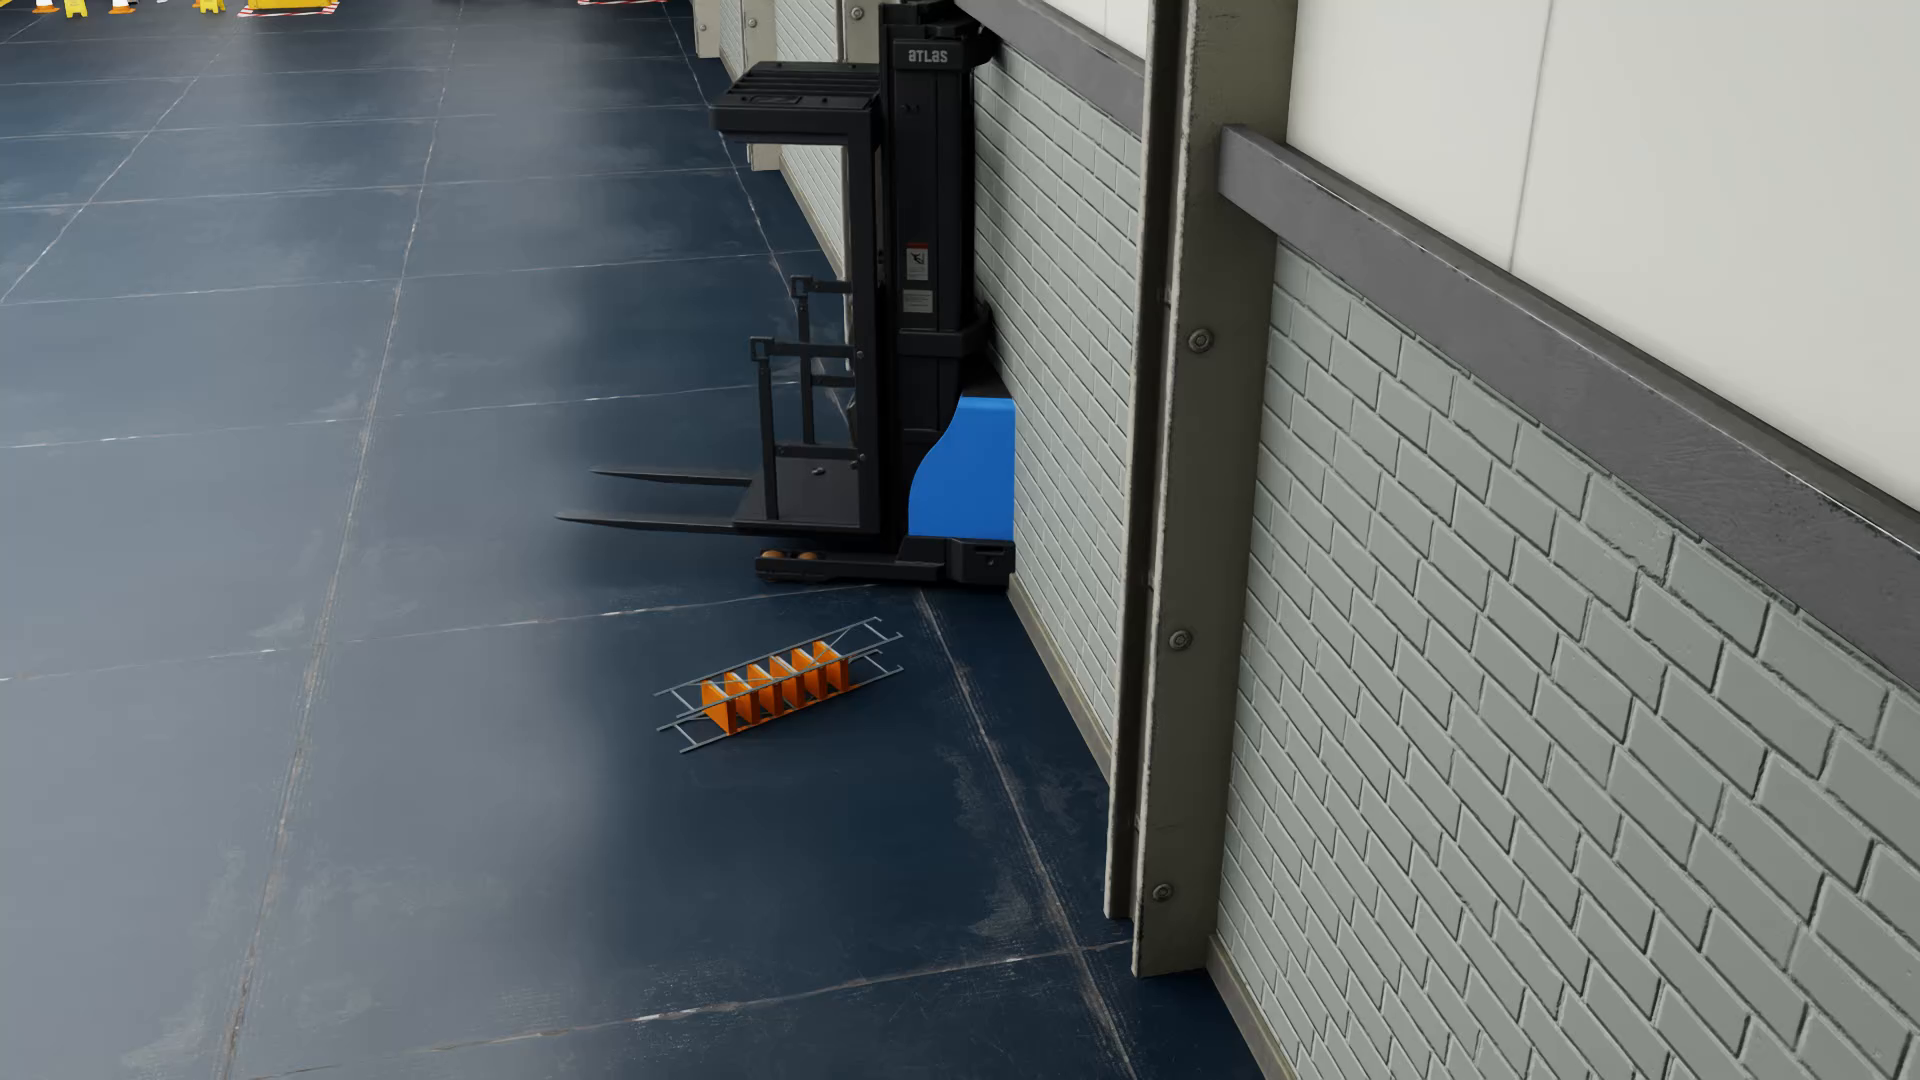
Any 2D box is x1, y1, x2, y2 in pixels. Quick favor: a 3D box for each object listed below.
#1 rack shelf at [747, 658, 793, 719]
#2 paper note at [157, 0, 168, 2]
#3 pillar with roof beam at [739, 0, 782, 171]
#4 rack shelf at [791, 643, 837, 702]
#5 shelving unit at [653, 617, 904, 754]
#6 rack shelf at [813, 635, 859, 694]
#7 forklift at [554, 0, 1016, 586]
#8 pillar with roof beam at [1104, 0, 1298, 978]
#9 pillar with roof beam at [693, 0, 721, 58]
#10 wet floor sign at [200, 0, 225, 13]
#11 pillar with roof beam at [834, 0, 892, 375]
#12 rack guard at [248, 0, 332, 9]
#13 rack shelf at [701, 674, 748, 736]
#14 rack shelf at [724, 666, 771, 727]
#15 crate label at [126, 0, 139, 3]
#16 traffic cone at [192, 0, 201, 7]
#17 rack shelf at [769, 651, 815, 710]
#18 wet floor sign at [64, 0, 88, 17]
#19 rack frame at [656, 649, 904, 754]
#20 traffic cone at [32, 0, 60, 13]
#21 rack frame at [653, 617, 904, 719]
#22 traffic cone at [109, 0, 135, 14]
[{"bbox_3d":[-0.883,0.680,7.689,0.103,0.180,0.258,-18,32,-32],"label":"rack shelf"},{"bbox_3d":[-12.369,-8.361,25.780,0.148,0.019,0.142,-16,31,-29],"label":"paper note"},{"bbox_3d":[-6.151,-7.349,13.823,9.100,9.000,0.400,-6,27,-12],"label":"pillar with roof beam"},{"bbox_3d":[-0.689,0.616,7.815,0.103,0.180,0.258,-18,32,-32],"label":"rack shelf"},{"bbox_3d":[-0.822,0.659,7.728,1.200,0.189,0.258,-18,32,-32],"label":"shelving unit"},{"bbox_3d":[-0.593,0.584,7.879,0.103,0.180,0.258,-18,32,-32],"label":"rack shelf"},{"bbox_3d":[-0.659,-1.307,8.586,3.031,2.935,1.130,3,27,6],"label":"forklift"},{"bbox_3d":[-3.446,-2.081,3.386,9.100,9.000,0.400,-6,27,-12],"label":"pillar with roof beam"},{"bbox_3d":[-7.503,-9.983,19.042,9.100,9.000,0.400,-6,27,-12],"label":"pillar with roof beam"},{"bbox_3d":[-11.217,-8.230,24.840,0.267,0.644,0.232,3,27,6],"label":"wet floor sign"},{"bbox_3d":[-4.798,-4.715,8.605,9.100,9.000,0.400,-6,27,-12],"label":"pillar with roof beam"},{"bbox_3d":[-10.234,-8.391,25.319,1.175,0.500,0.348,-6,27,-12],"label":"rack guard"},{"bbox_3d":[-1.076,0.744,7.562,0.103,0.180,0.258,-18,32,-32],"label":"rack shelf"},{"bbox_3d":[-0.979,0.712,7.625,0.103,0.180,0.258,-18,32,-32],"label":"rack shelf"},{"bbox_3d":[-12.813,-8.330,25.602,0.250,0.136,0.298,-23,35,-38],"label":"crate label"},{"bbox_3d":[-11.571,-8.399,25.376,0.336,0.463,0.334,-6,27,-12],"label":"traffic cone"},{"bbox_3d":[-0.786,0.648,7.752,0.103,0.180,0.258,-18,32,-32],"label":"rack shelf"},{"bbox_3d":[-13.081,-8.064,24.510,0.267,0.644,0.232,-11,29,-20],"label":"wet floor sign"},{"bbox_3d":[-0.822,0.741,7.770,1.200,0.006,0.240,-18,32,-32],"label":"rack frame"},{"bbox_3d":[-13.753,-8.171,24.925,0.336,0.463,0.334,-6,27,-12],"label":"traffic cone"},{"bbox_3d":[-0.822,0.578,7.687,1.200,0.006,0.240,-18,32,-32],"label":"rack frame"},{"bbox_3d":[-12.576,-8.137,24.857,0.336,0.463,0.334,-6,27,-12],"label":"traffic cone"}]
